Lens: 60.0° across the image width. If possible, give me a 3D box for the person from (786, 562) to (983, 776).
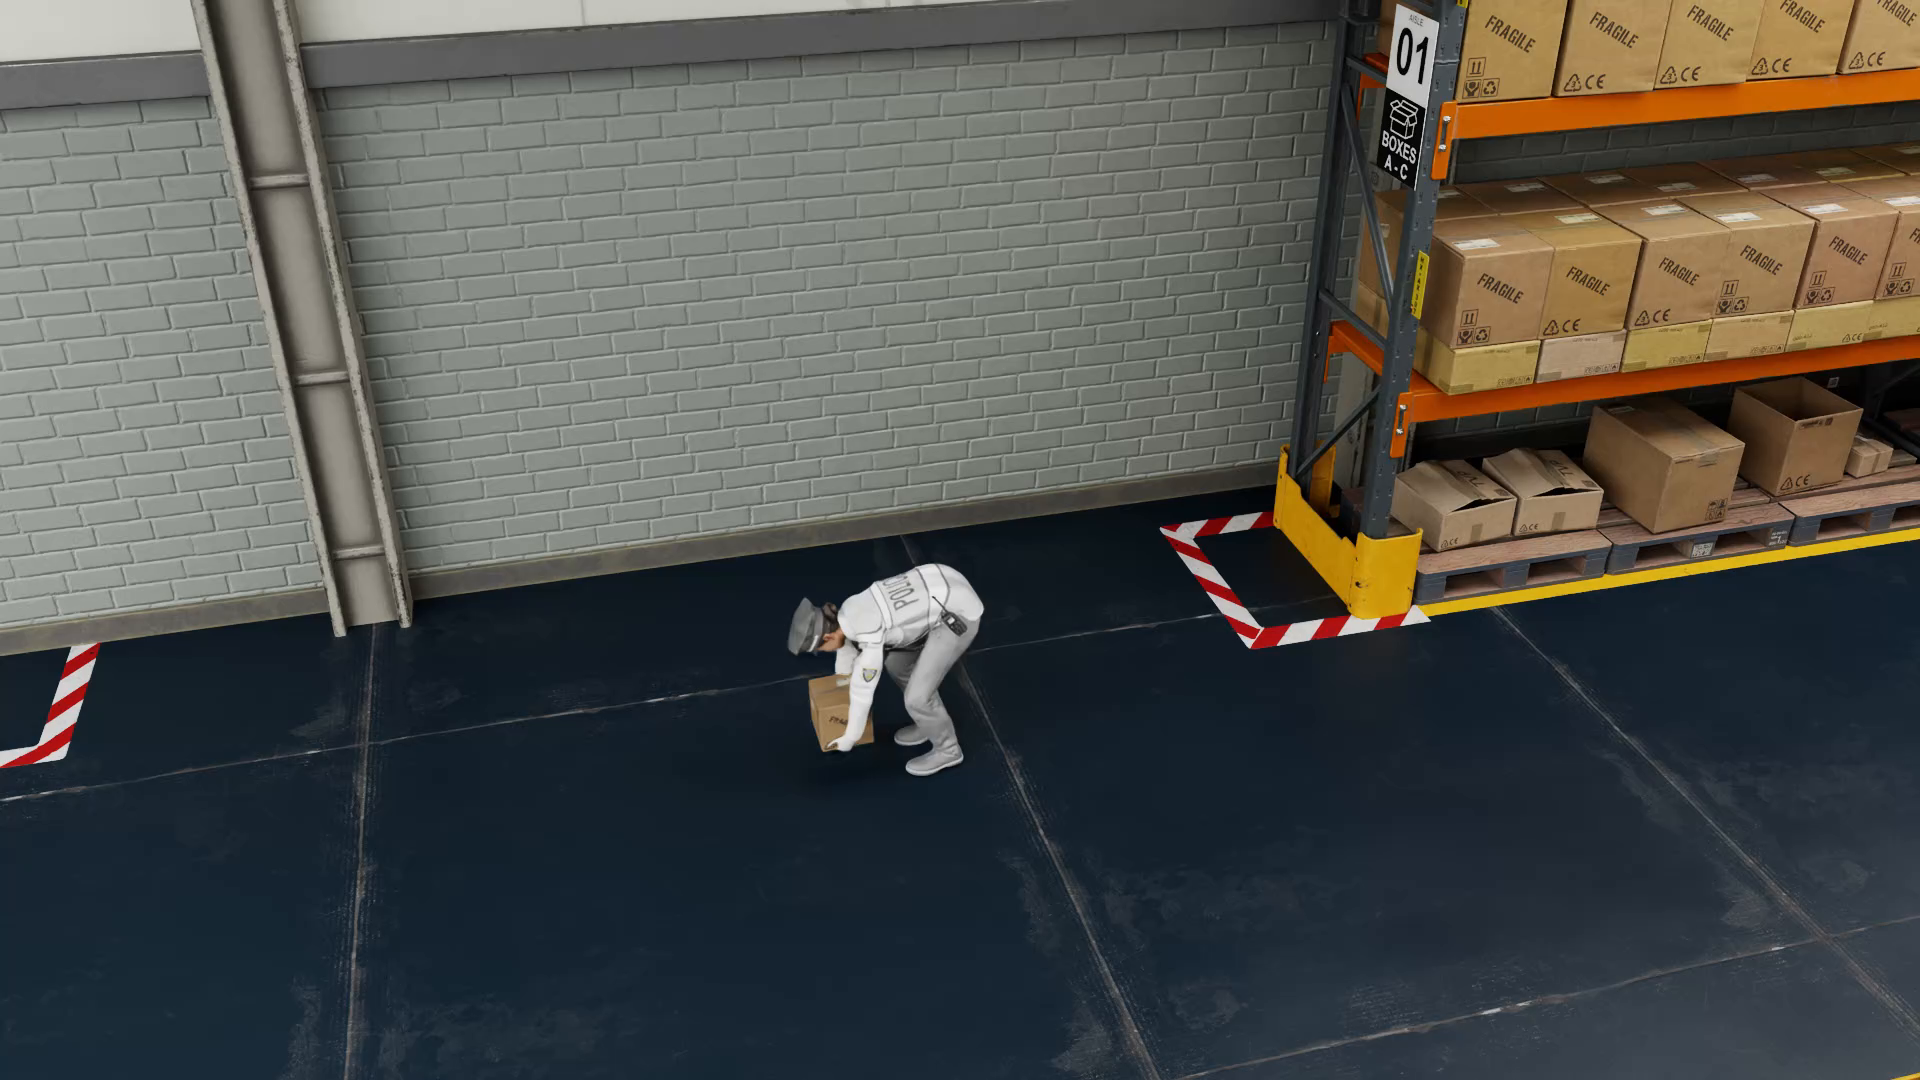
[{"bbox_3d":[-0.352,0.629,7.806,0.921,1.014,0.426,-9,32,-15],"label":"person"}]
